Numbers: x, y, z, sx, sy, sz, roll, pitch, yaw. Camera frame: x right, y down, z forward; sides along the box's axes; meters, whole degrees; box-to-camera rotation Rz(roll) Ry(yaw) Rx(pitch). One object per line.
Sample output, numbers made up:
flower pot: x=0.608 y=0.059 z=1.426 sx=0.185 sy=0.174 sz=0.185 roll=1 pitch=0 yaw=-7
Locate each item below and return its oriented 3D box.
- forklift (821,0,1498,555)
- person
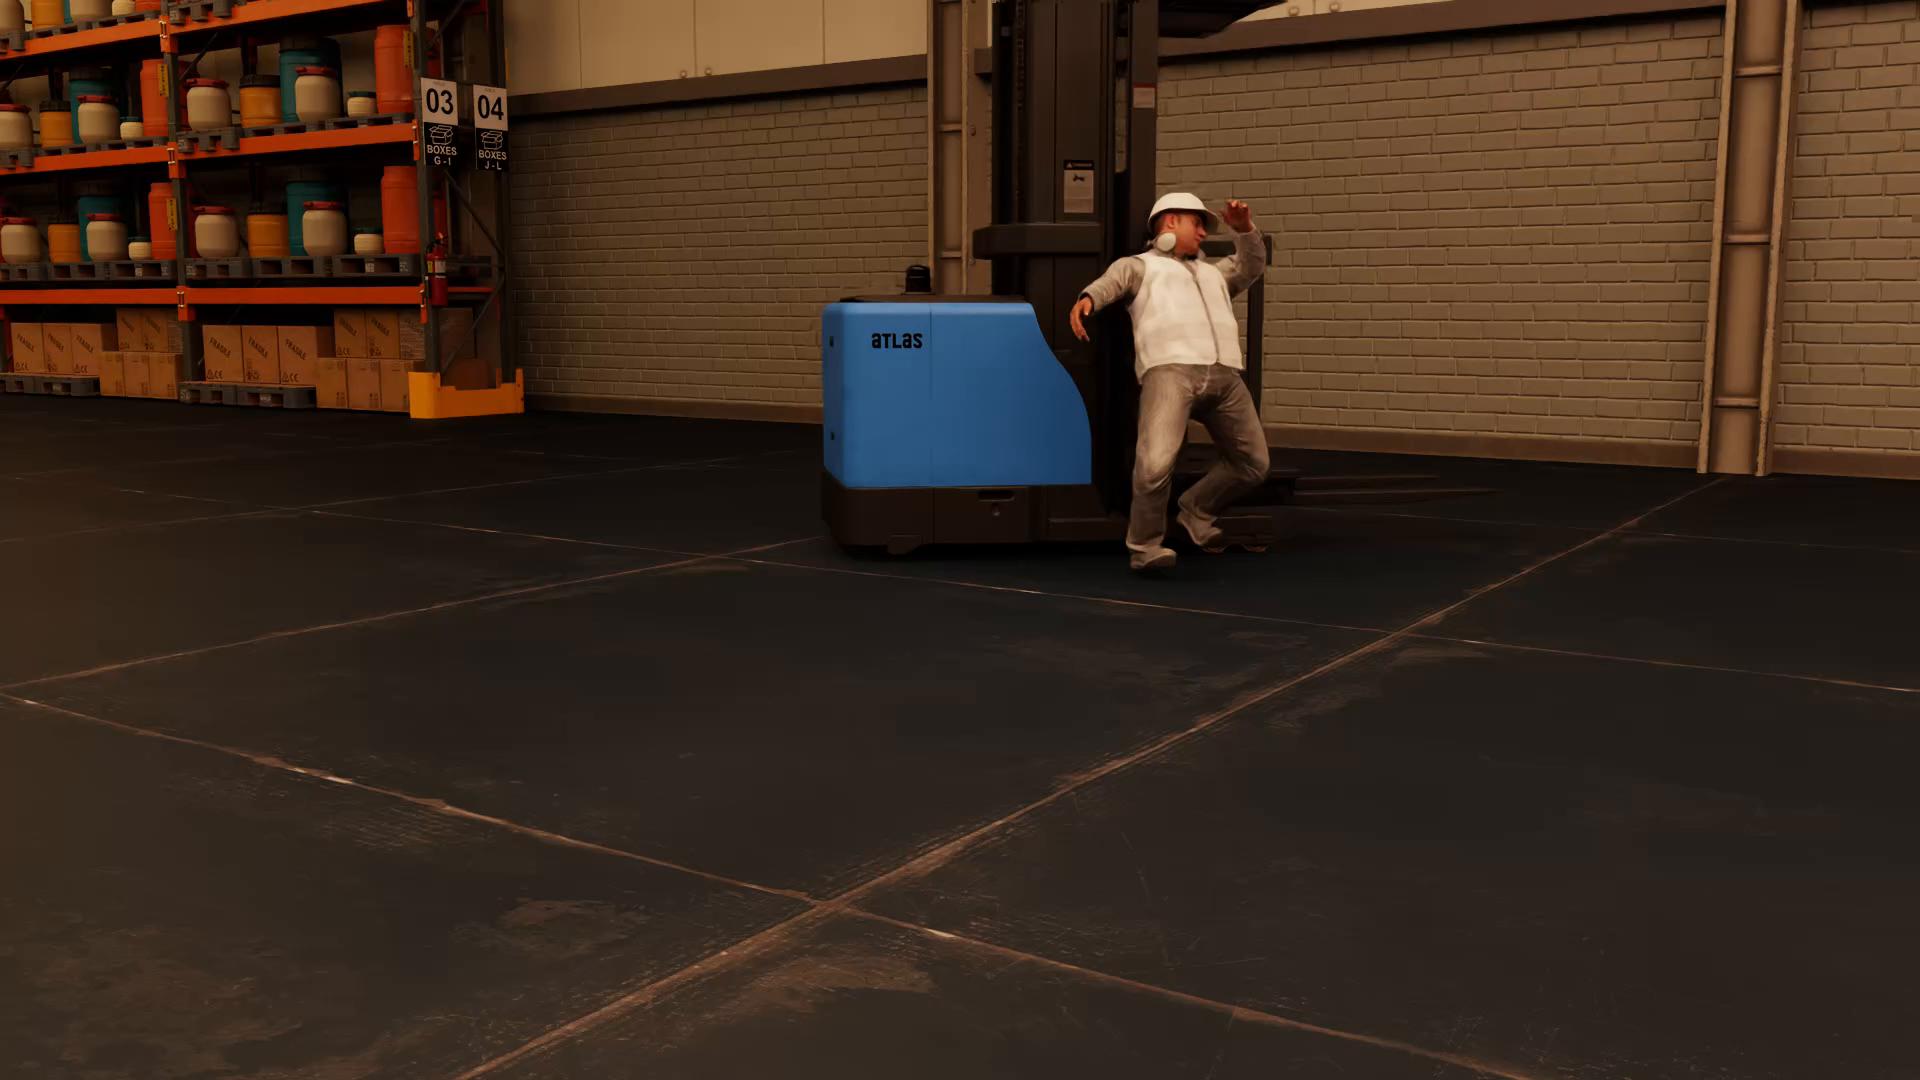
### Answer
forklift: x=0.915 y=-1.463 z=7.484 sx=3.031 sy=2.935 sz=1.130 roll=-1 pitch=8 yaw=-10
person: x=0.792 y=-0.628 z=6.542 sx=1.018 sy=1.501 sz=0.727 roll=-6 pitch=10 yaw=-34
